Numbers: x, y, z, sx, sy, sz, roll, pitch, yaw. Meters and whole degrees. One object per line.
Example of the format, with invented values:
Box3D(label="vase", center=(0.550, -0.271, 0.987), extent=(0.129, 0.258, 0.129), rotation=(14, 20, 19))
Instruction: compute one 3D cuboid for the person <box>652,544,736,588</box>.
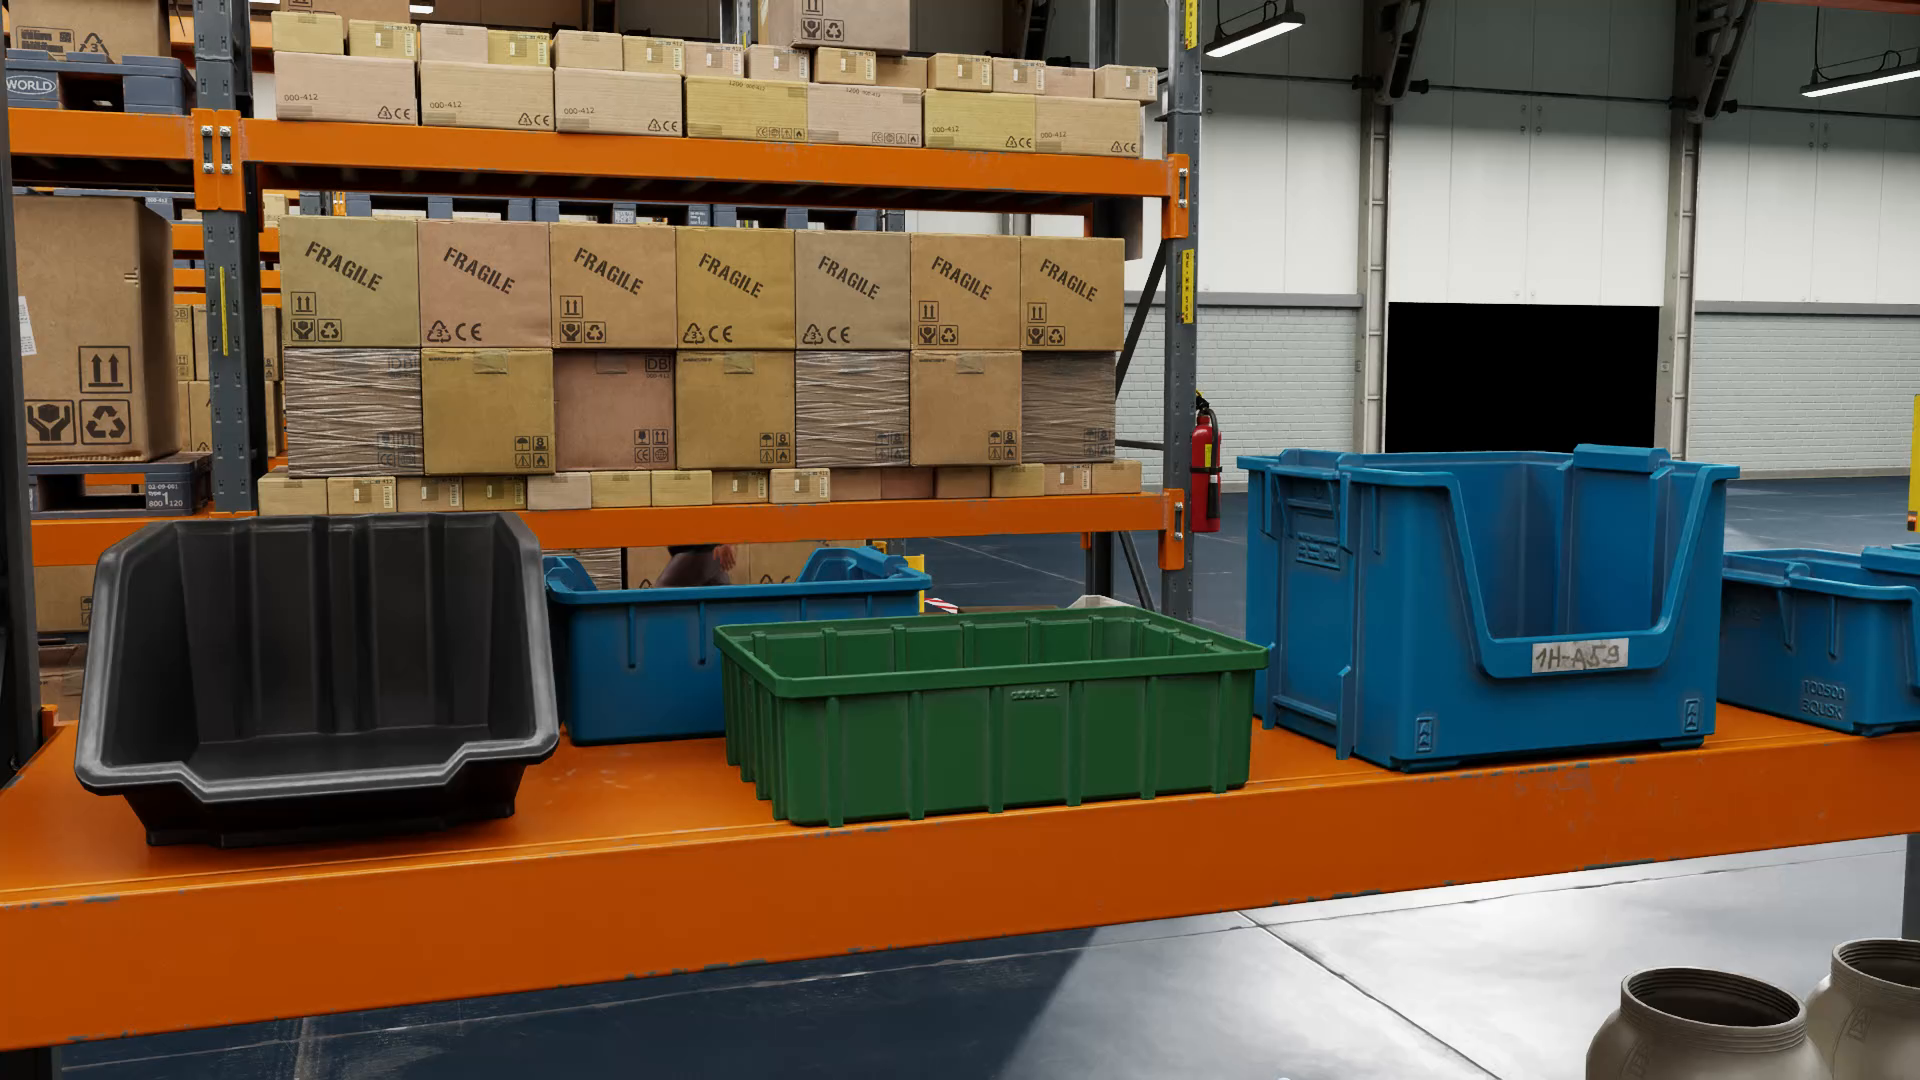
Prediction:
Box3D(label="person", center=(-1.518, 0.068, 9.491), extent=(0.899, 1.646, 0.679), rotation=(-1, 6, -13))
